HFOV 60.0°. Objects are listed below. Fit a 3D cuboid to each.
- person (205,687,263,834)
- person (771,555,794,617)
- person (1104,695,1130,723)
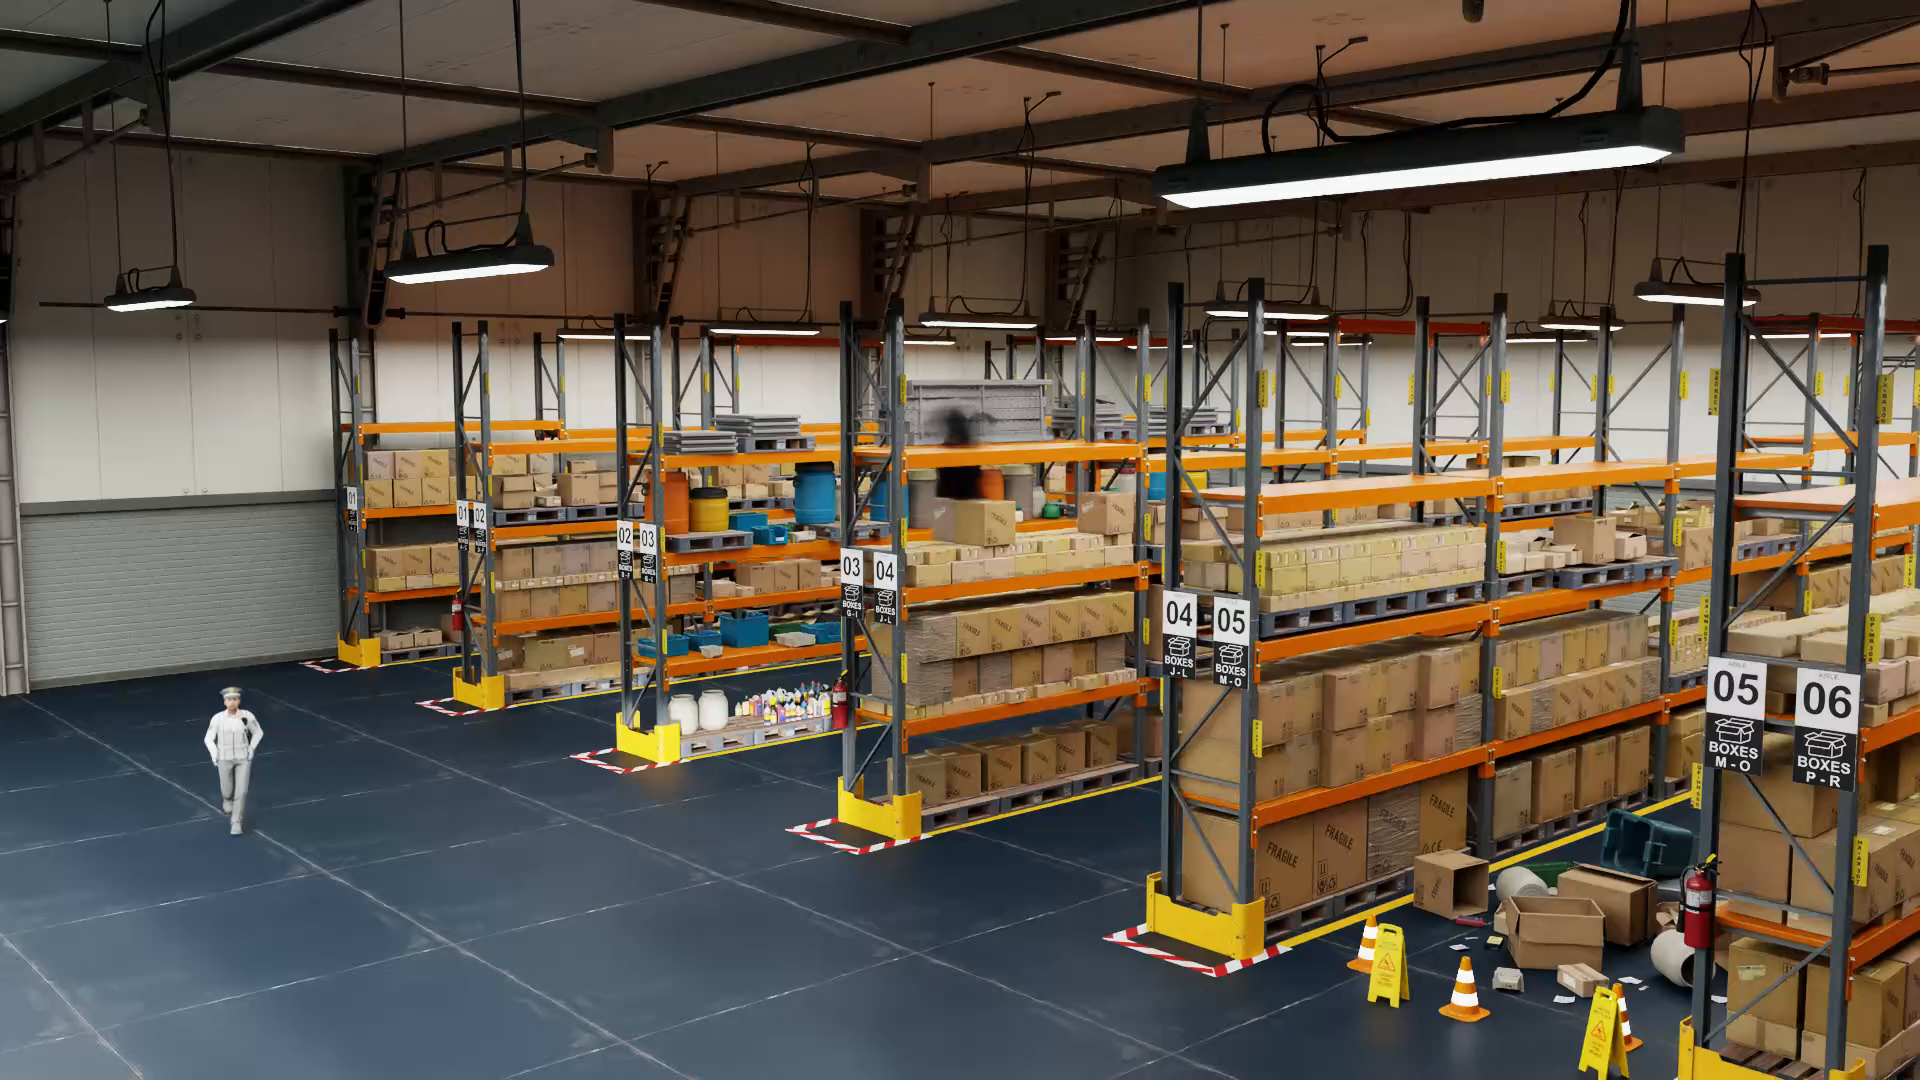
[{"bbox_3d":[-8.248,2.478,18.924,0.615,1.658,0.642,-3,6,-25],"label":"person"},{"bbox_3d":[-3.427,1.117,32.532,0.657,1.673,0.607,5,7,40],"label":"person"},{"bbox_3d":[2.313,1.996,23.843,0.610,1.636,0.723,4,7,37],"label":"person"}]
